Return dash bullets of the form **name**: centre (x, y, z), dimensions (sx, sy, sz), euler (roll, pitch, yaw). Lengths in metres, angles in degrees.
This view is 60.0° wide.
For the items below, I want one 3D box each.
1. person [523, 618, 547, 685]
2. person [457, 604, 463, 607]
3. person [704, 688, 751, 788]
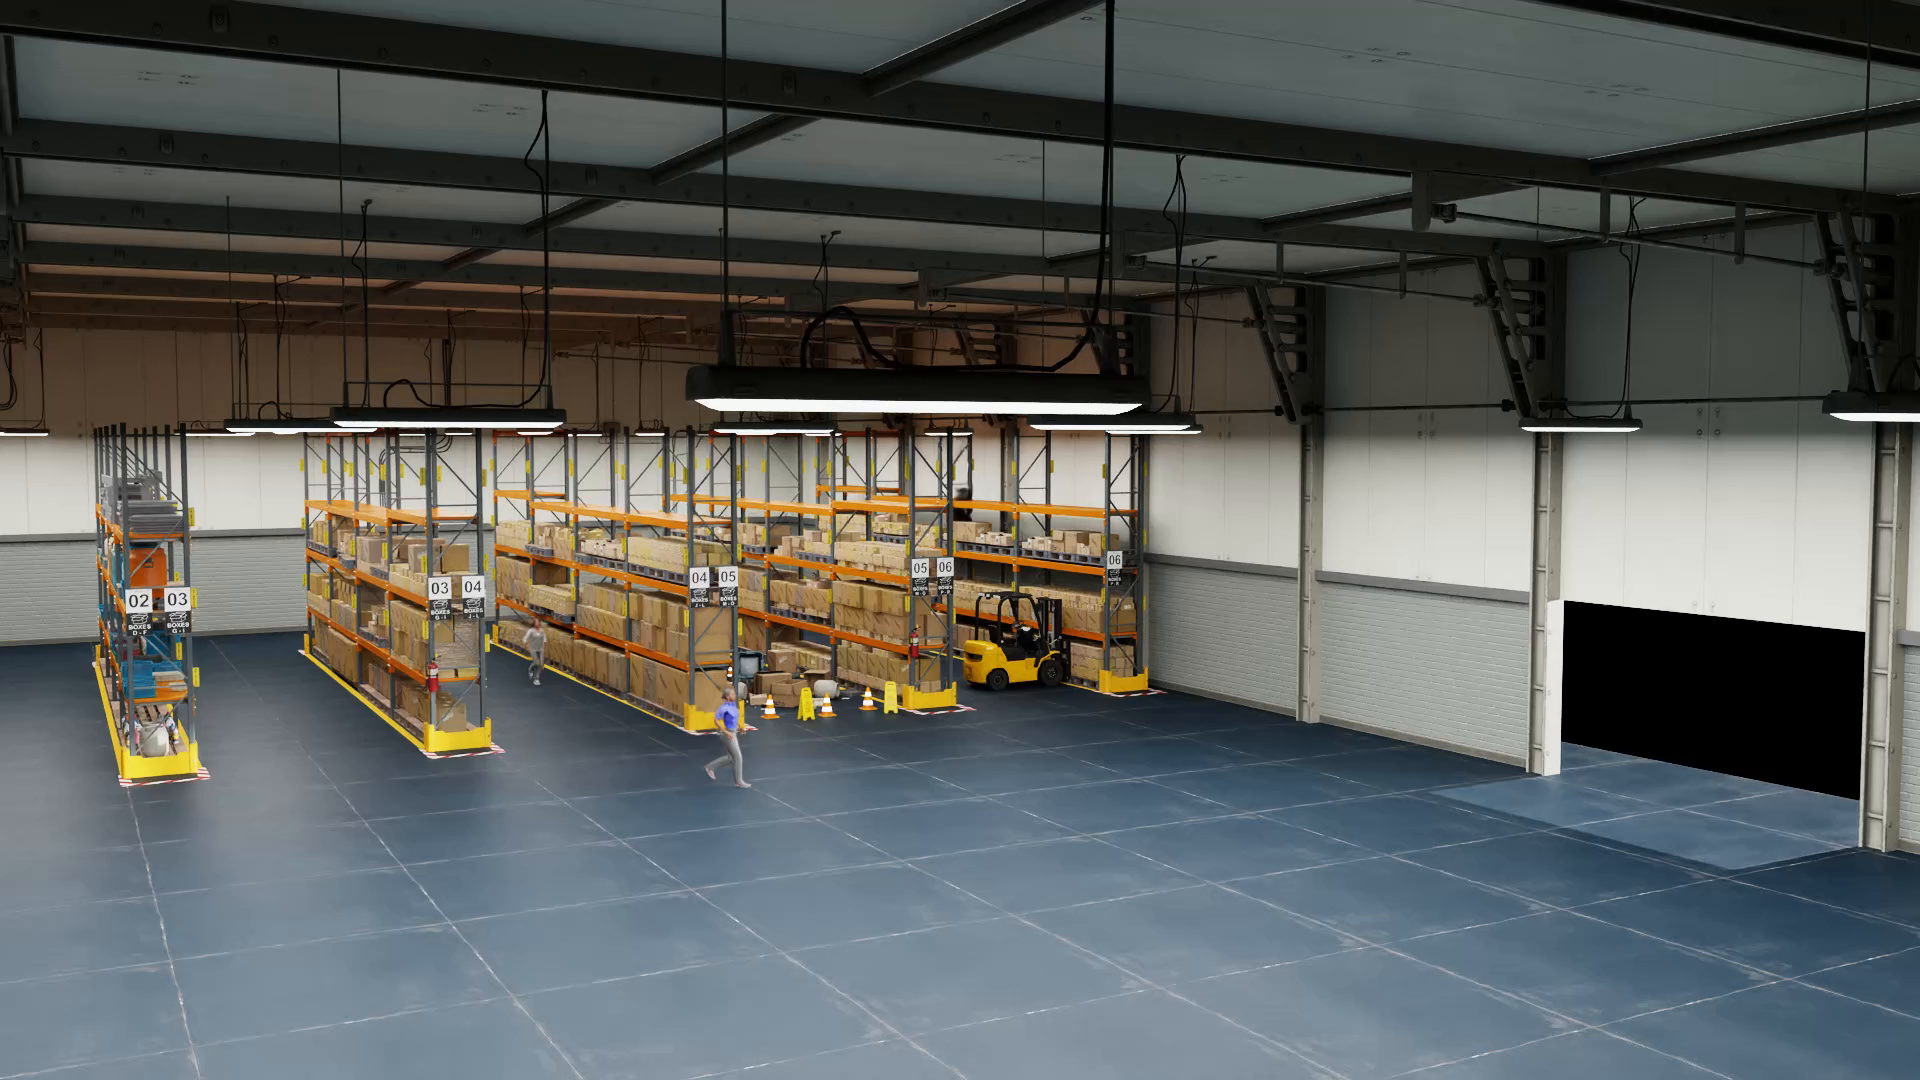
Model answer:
- **person**: centre (-9.861, 2.601, 38.757), dimensions (0.531, 1.557, 0.539), euler (-2, 4, -35)
- **person**: centre (-13.234, 2.171, 44.086), dimensions (0.653, 1.748, 0.921), euler (-2, 4, -30)
- **person**: centre (-3.829, 3.248, 27.367), dimensions (0.796, 1.648, 0.587), euler (1, 3, 9)
